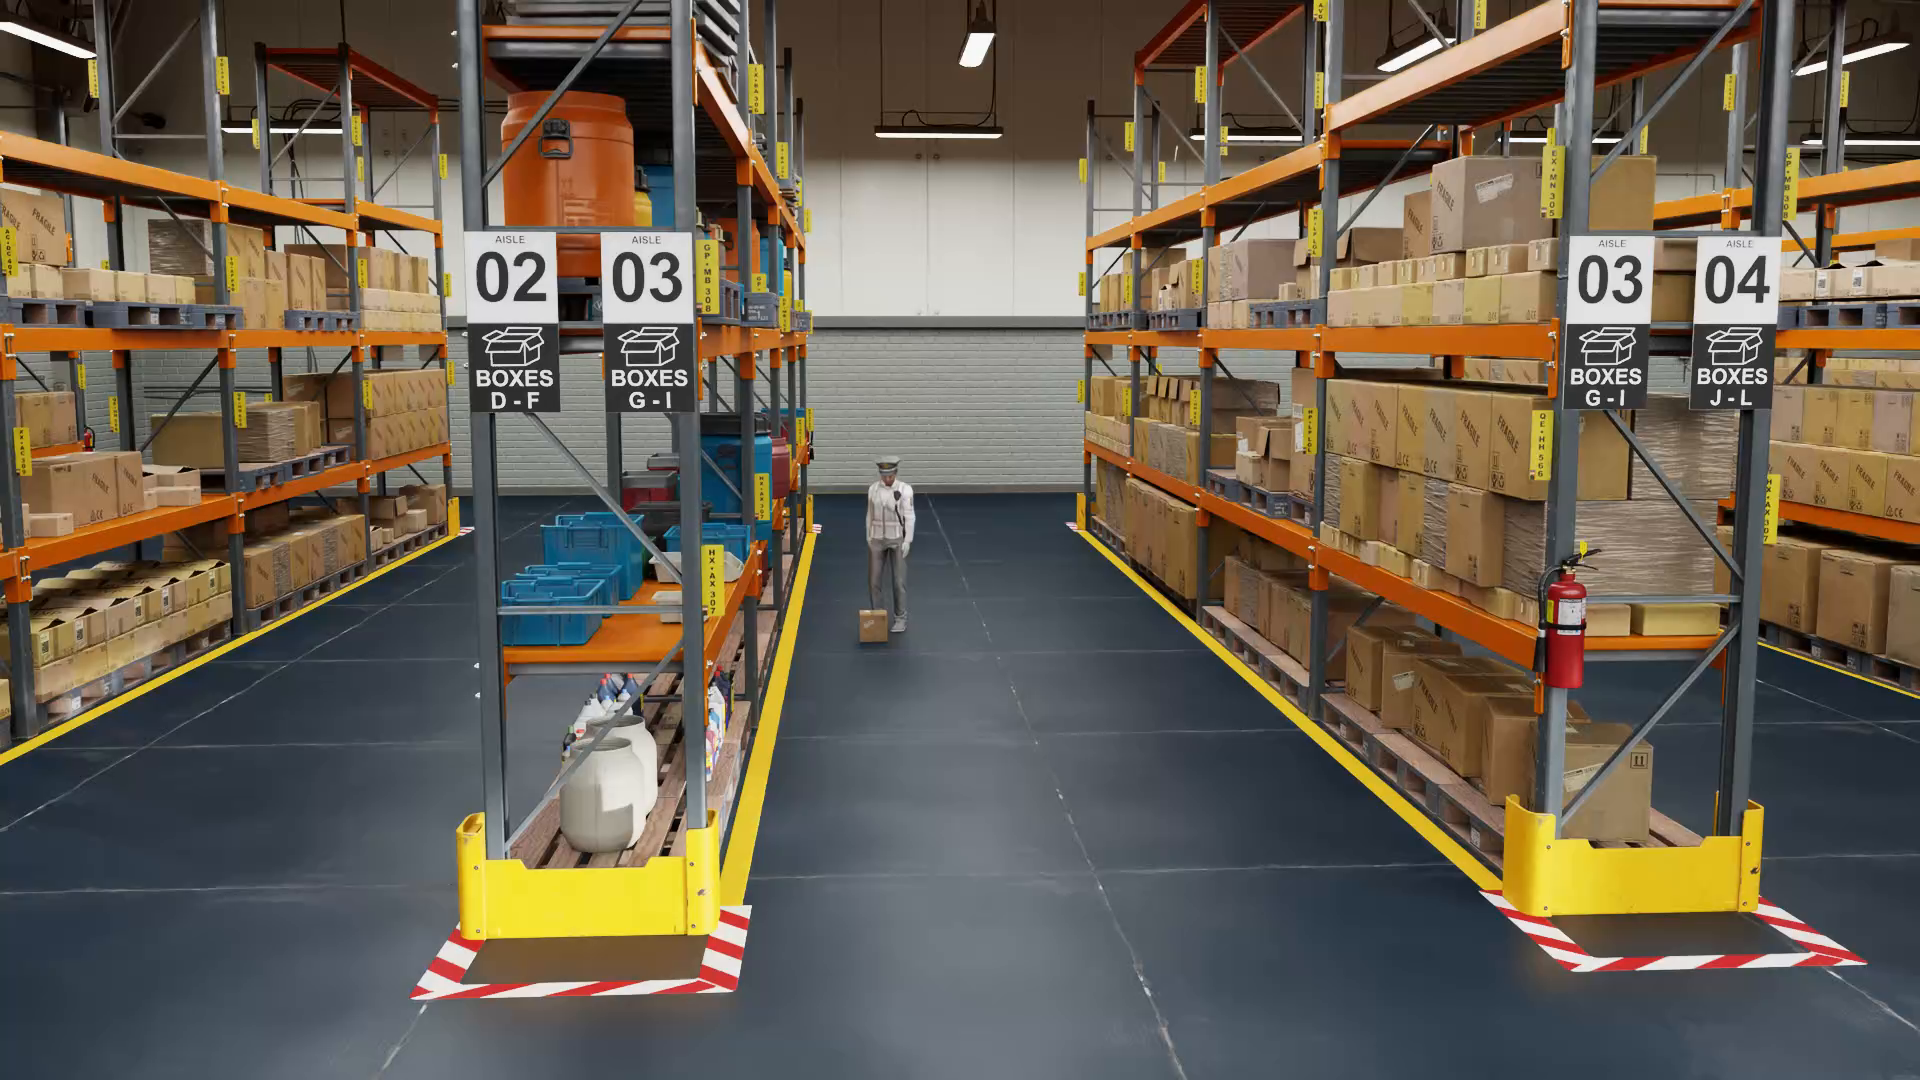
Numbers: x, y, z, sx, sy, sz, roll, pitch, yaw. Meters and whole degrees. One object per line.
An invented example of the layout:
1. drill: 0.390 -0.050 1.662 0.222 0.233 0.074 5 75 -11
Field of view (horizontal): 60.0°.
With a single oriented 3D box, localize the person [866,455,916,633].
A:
1. person: -0.654 0.036 15.543 0.482 1.654 0.366 2 7 15
